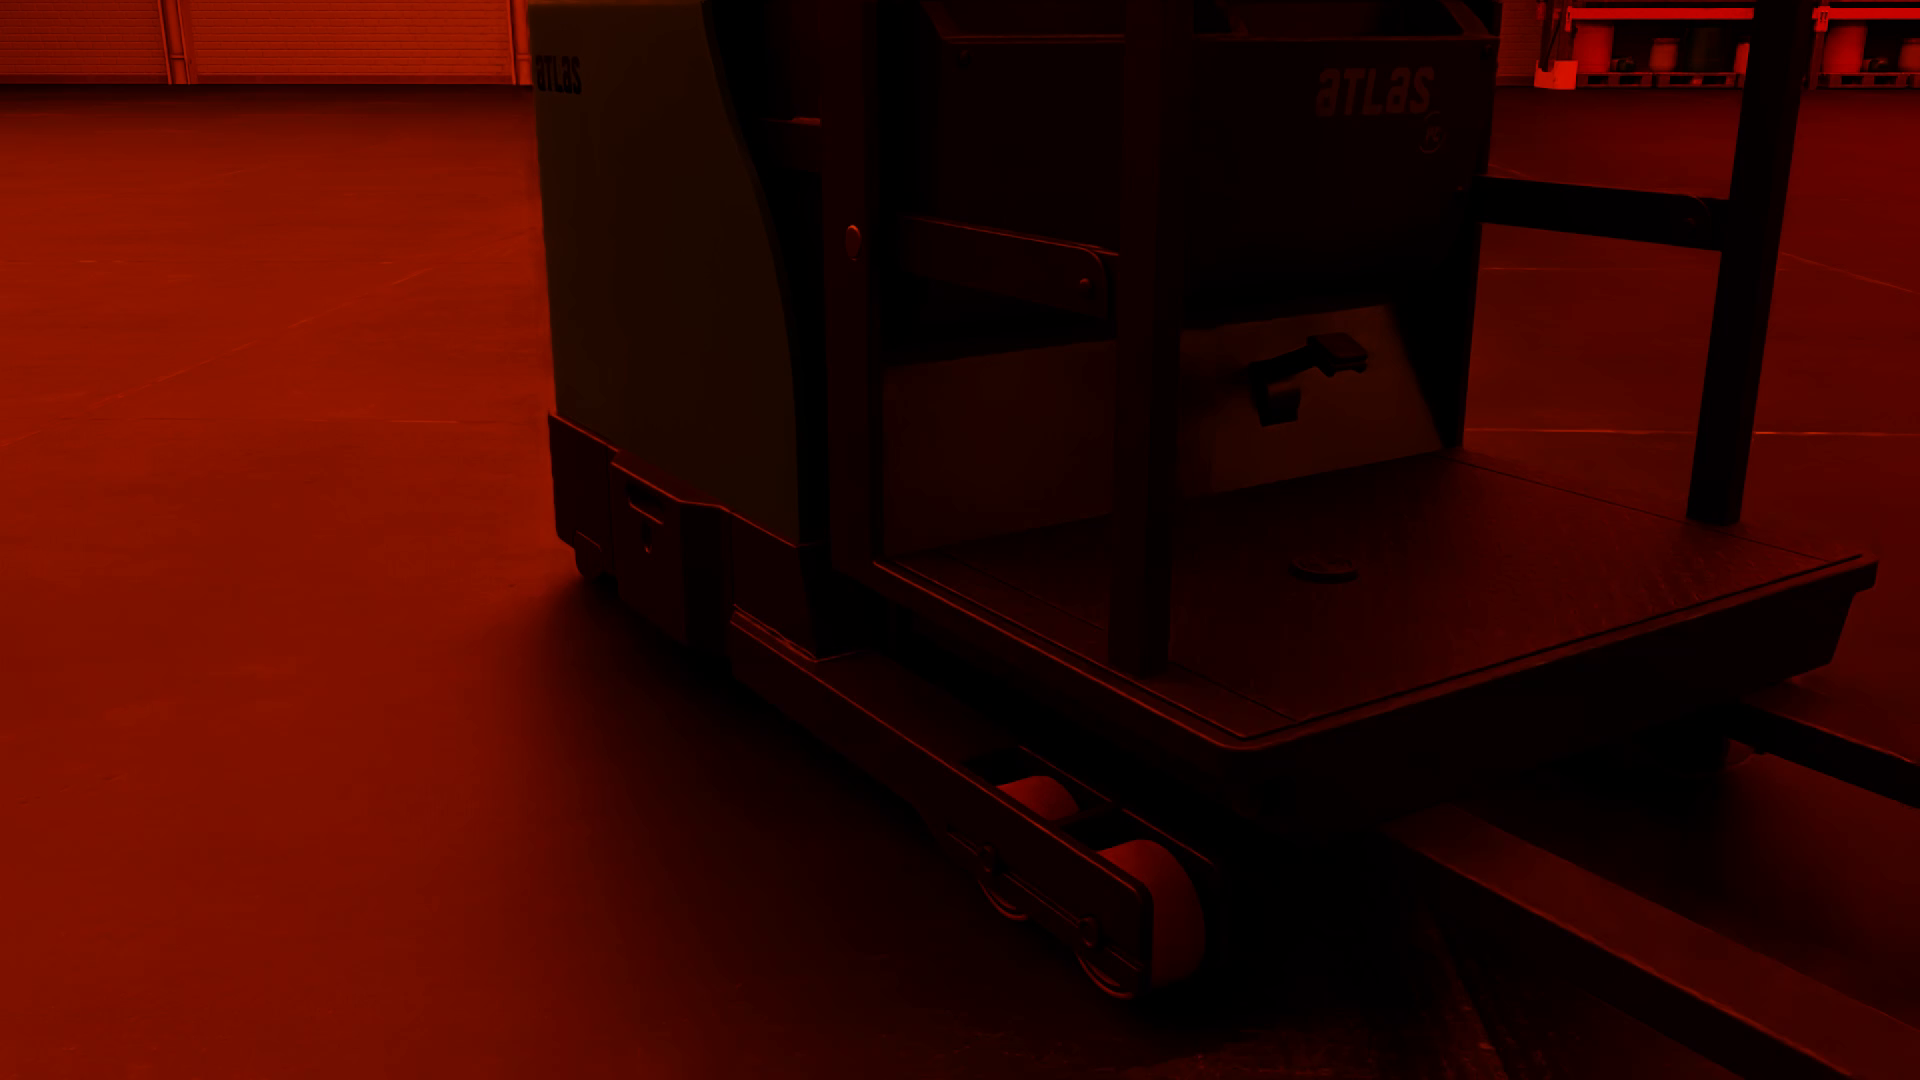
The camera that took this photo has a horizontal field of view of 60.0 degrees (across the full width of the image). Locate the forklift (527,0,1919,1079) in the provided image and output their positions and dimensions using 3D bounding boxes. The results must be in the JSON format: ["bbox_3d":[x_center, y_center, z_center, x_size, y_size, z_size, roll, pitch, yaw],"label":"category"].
[{"bbox_3d":[0.453,-1.067,1.866,1.130,2.935,3.031,-11,20,-31],"label":"forklift"}]
